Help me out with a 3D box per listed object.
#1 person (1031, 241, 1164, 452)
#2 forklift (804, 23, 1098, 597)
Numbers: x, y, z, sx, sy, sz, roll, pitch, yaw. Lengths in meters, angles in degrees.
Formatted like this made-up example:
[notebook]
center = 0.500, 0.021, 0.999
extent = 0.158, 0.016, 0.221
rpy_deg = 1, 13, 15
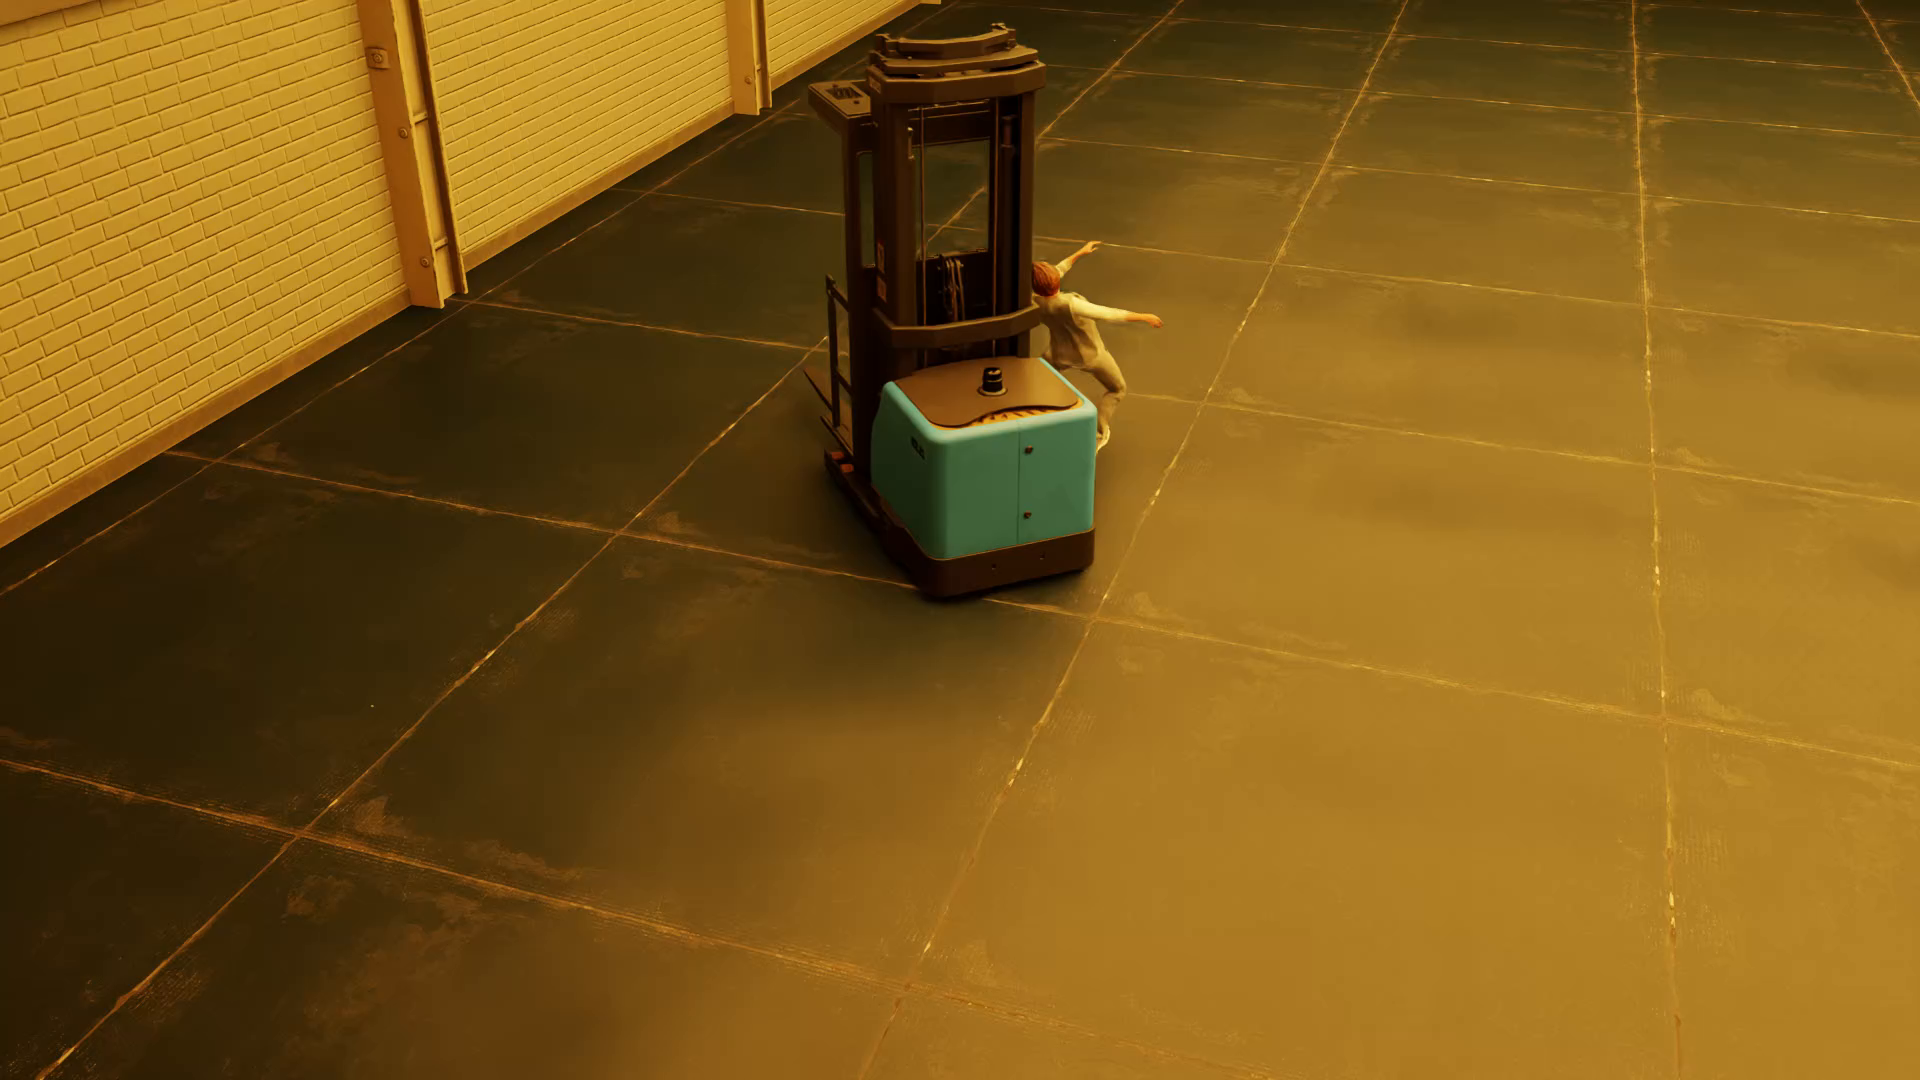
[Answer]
[person]
center = 0.824, -1.175, 10.763
extent = 0.917, 1.377, 0.671
rpy_deg = 11, 31, 18
[forklift]
center = -0.233, -1.666, 10.059
extent = 1.130, 2.935, 3.031
rpy_deg = -11, 32, -19
